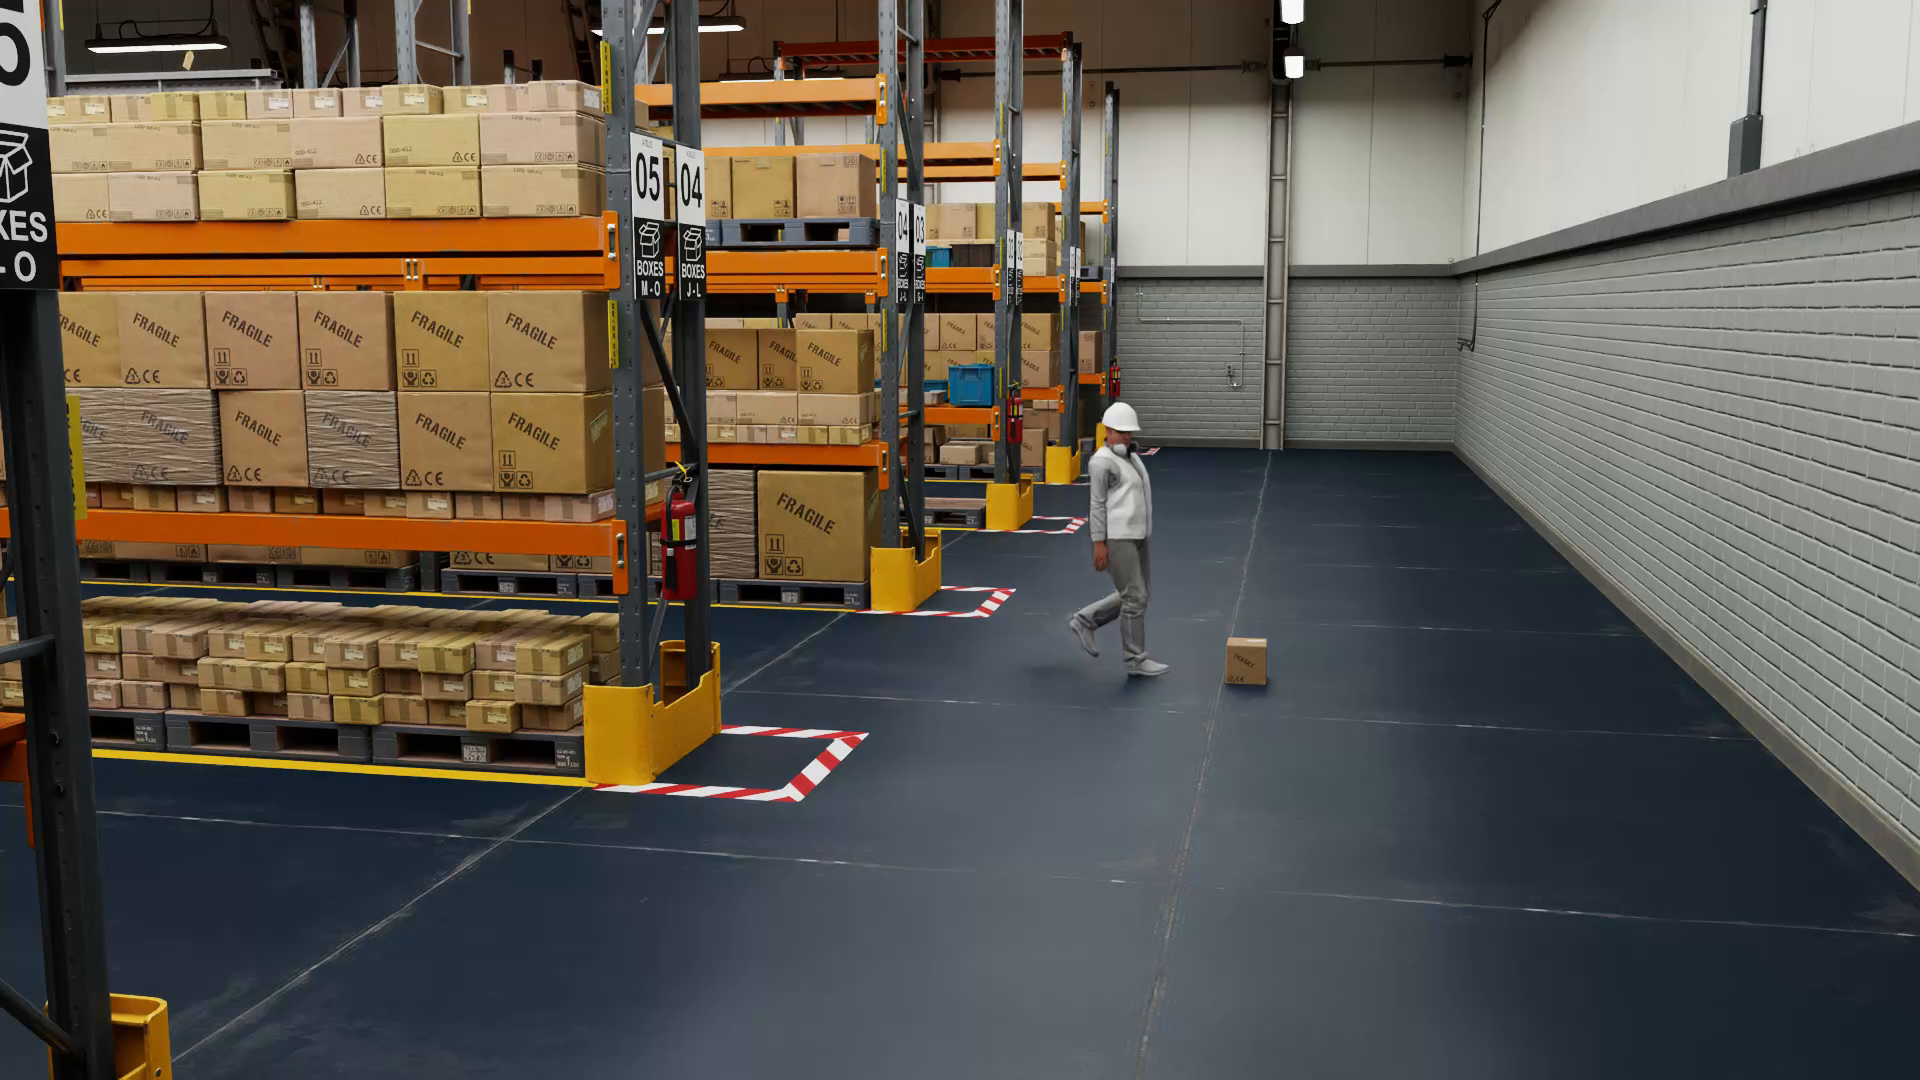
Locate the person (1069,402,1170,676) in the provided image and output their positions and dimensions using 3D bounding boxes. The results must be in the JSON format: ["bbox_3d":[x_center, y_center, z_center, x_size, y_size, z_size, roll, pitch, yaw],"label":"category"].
[{"bbox_3d":[1.035,-0.013,10.771,0.761,1.759,0.568,4,9,26],"label":"person"}]
